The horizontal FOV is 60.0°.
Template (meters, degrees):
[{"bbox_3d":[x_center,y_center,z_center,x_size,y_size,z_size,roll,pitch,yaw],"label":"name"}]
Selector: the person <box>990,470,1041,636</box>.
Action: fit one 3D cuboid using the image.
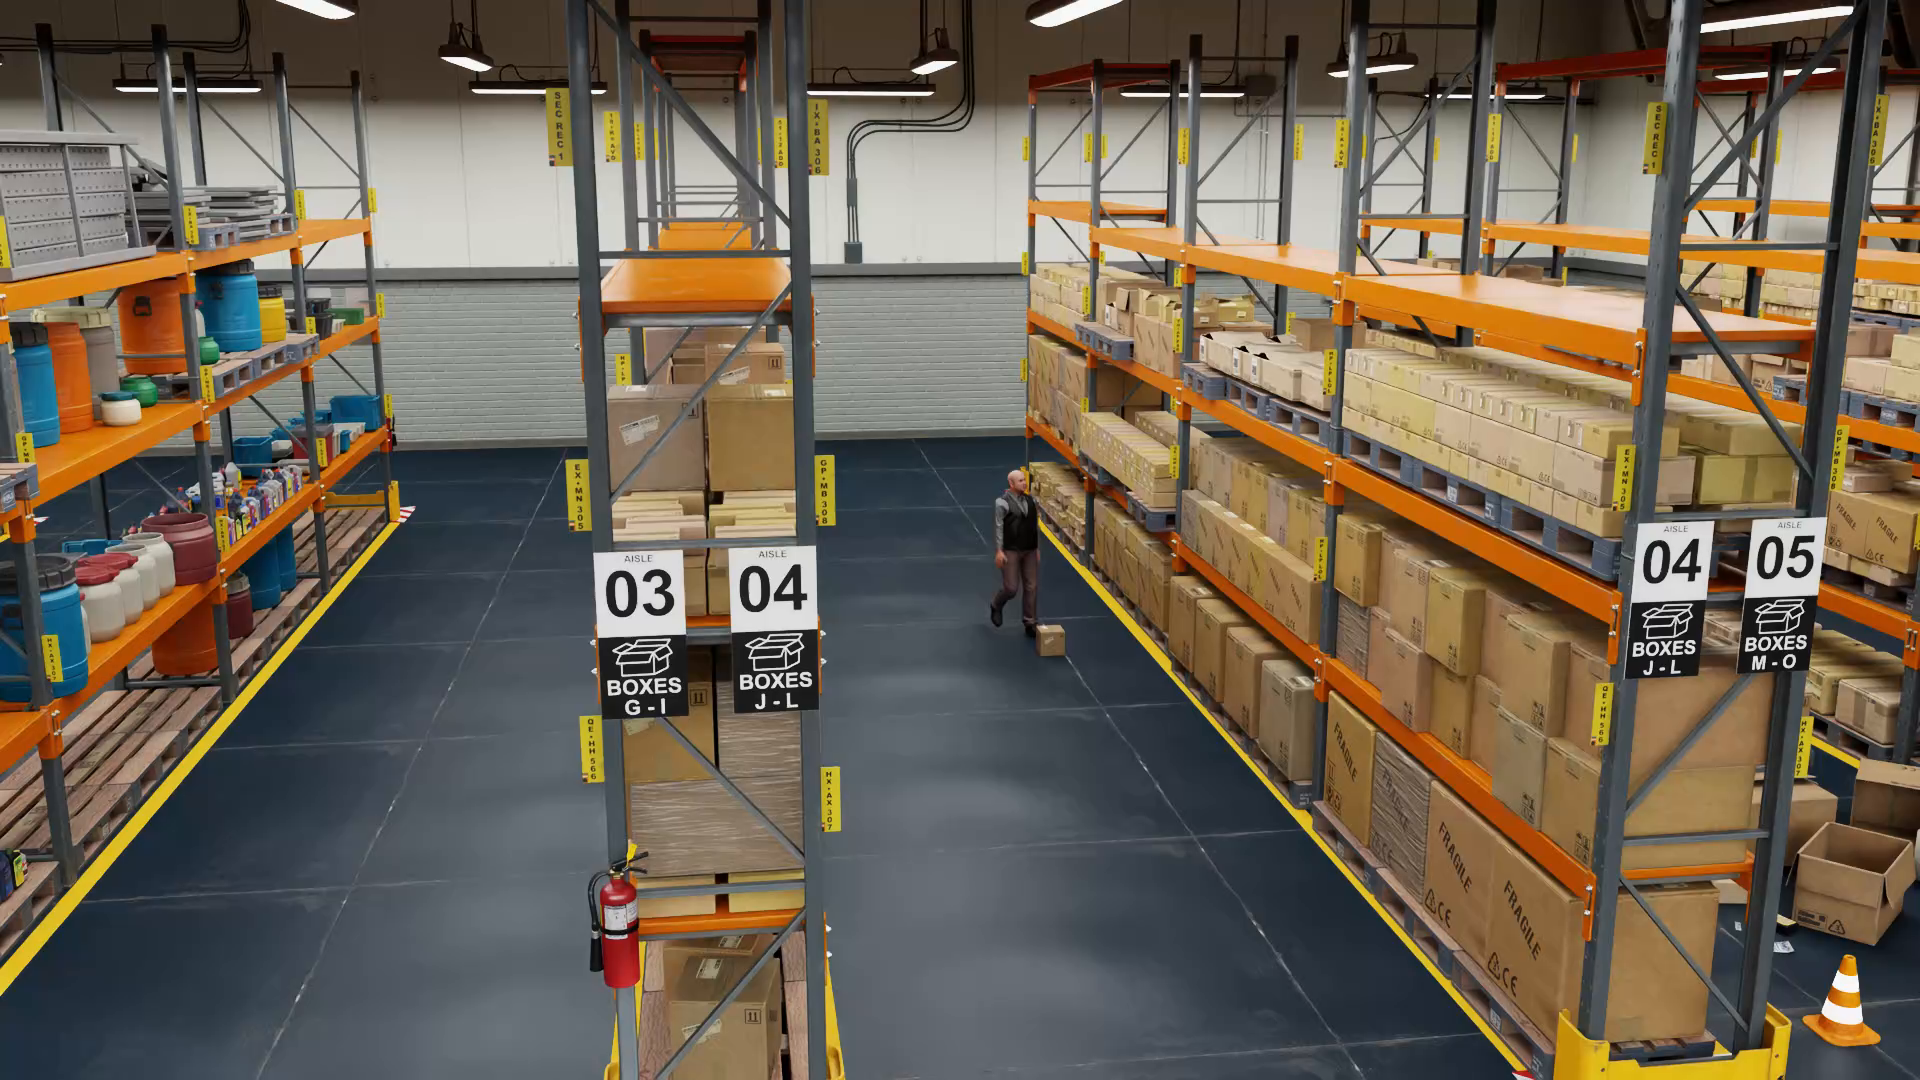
[{"bbox_3d":[0.625,0.129,17.389,0.570,1.712,0.637,-8,15,-31],"label":"person"}]
